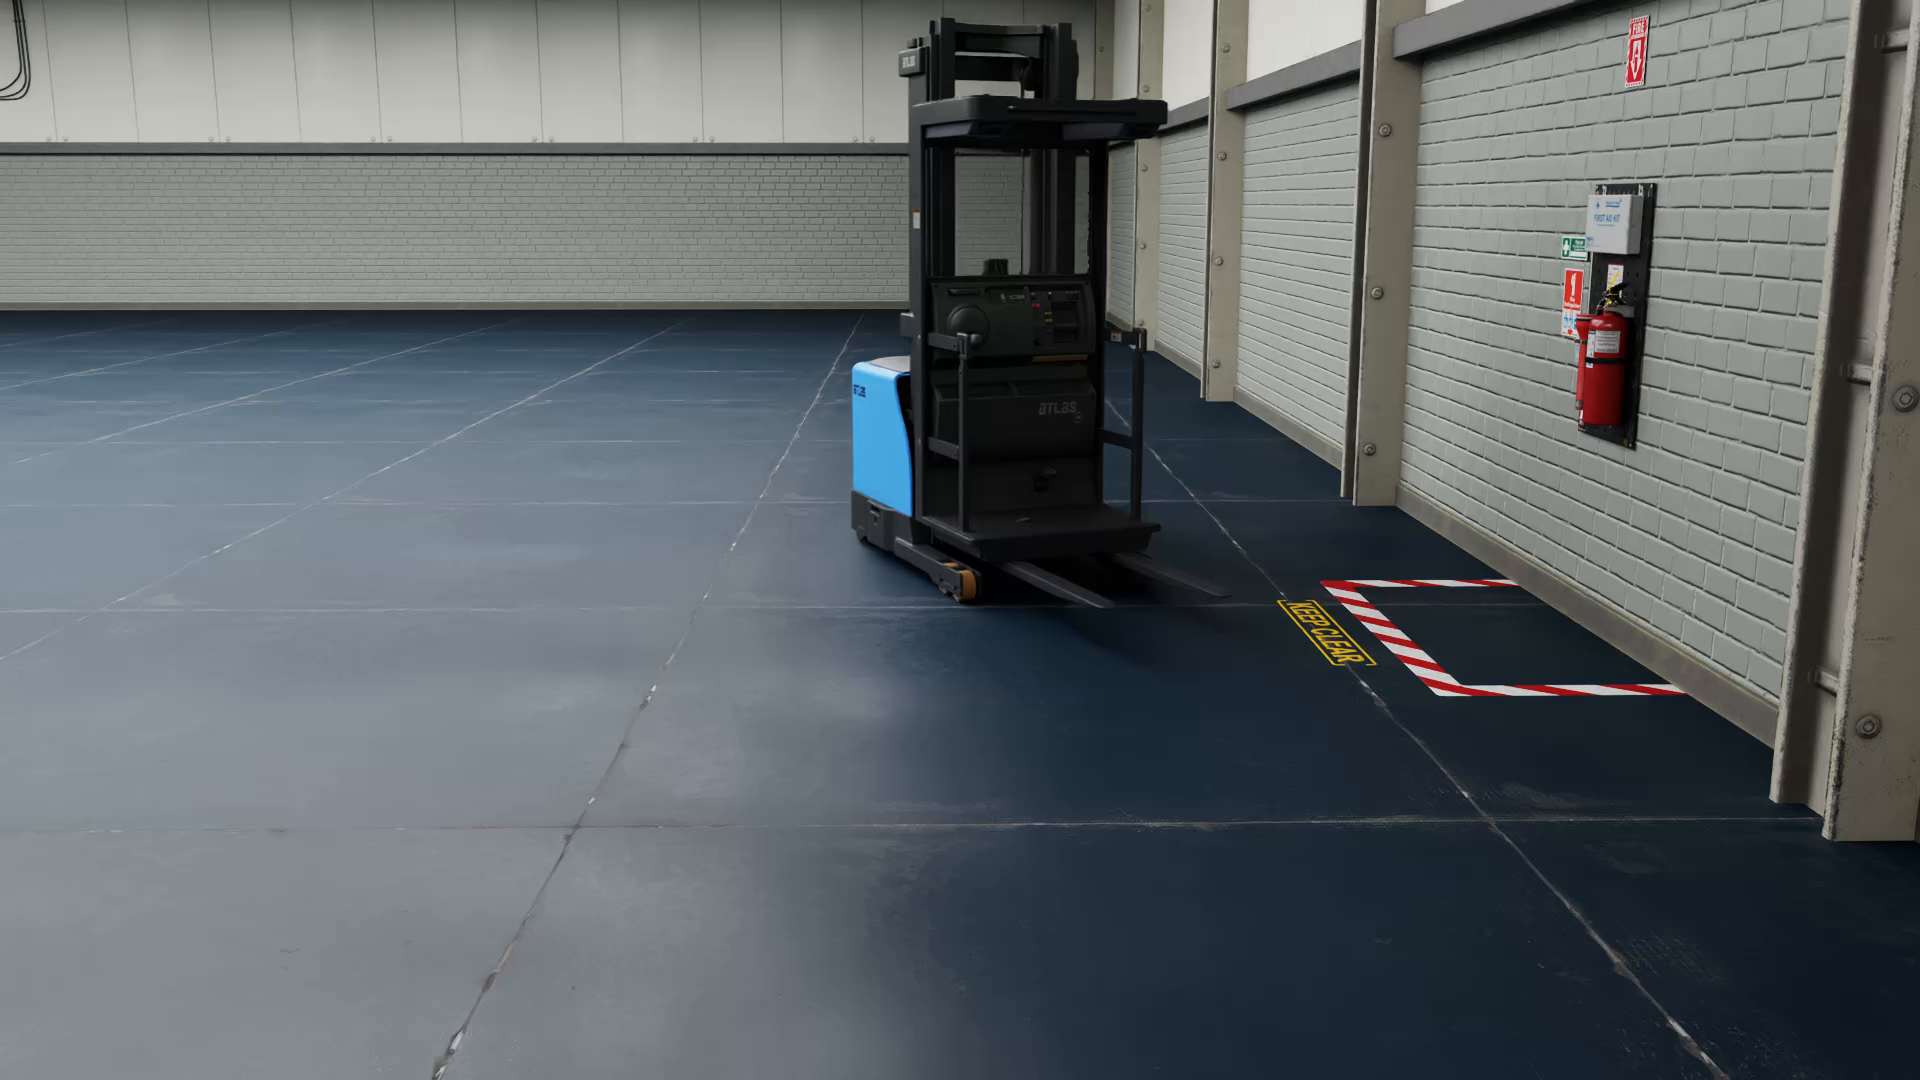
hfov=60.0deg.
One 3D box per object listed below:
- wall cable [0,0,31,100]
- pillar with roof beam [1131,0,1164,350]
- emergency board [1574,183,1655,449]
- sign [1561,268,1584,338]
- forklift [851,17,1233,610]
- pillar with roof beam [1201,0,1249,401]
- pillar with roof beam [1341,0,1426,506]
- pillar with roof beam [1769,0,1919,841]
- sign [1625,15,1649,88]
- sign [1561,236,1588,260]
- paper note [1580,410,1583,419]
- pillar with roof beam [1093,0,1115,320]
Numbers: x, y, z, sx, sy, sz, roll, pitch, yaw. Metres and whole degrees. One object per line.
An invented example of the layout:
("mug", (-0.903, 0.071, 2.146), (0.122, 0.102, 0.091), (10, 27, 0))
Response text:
("wall cable", (-18.304, -10.423, 30.250), (2.305, 6.003, 0.169), (0, 11, -1))
("pillar with roof beam", (-1.744, -7.049, 22.170), (9.100, 9.000, 0.400), (0, 11, -1))
("emergency board", (2.919, -1.040, 7.639), (0.194, 1.169, 0.643), (0, 11, -1))
("sign", (3.011, -1.167, 8.179), (0.001, 0.329, 0.234), (0, 11, -1))
("forklift", (0.374, -1.215, 8.677), (1.130, 2.935, 3.031), (-5, 12, -22))
("pillar with roof beam", (-1.620, -5.856, 16.291), (9.100, 9.000, 0.400), (0, 11, -1))
("pillar with roof beam", (-1.496, -4.663, 10.412), (9.100, 9.000, 0.400), (0, 11, -1))
("pillar with roof beam", (-1.372, -3.471, 4.533), (9.100, 9.000, 0.400), (0, 11, -1))
("sign", (3.019, -2.178, 7.418), (0.001, 0.298, 0.199), (0, 11, -1))
("sign", (3.002, -1.426, 8.122), (0.001, 0.109, 0.331), (0, 11, -1))
("paper note", (2.985, -0.643, 7.901), (0.016, 0.148, 0.142), (0, 11, -1))
("pillar with roof beam", (-1.868, -8.241, 28.049), (9.100, 9.000, 0.400), (0, 11, -1))
